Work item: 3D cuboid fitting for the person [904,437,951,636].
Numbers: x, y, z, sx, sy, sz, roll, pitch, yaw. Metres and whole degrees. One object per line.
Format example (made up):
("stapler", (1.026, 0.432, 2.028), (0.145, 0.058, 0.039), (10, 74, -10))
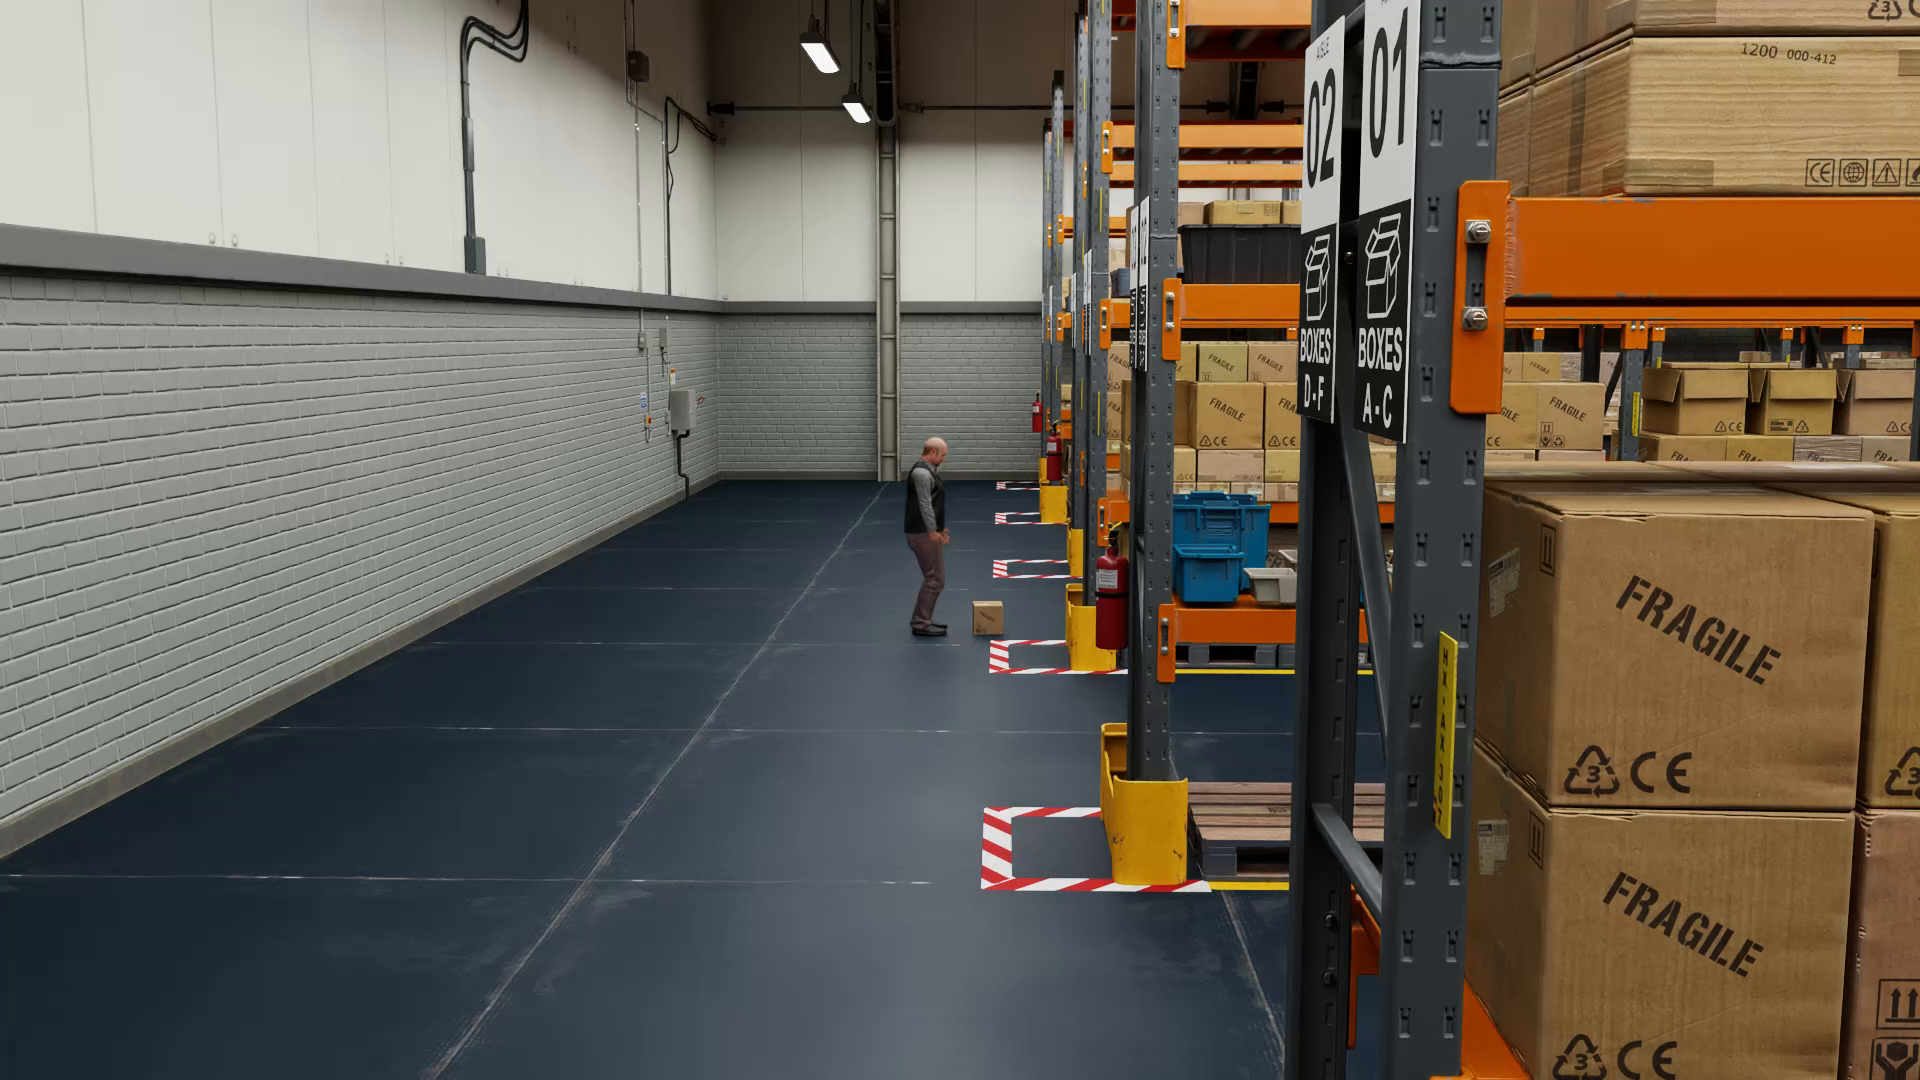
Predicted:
("person", (-0.284, -0.040, 14.344), (0.390, 1.692, 0.549), (0, 7, 3))
